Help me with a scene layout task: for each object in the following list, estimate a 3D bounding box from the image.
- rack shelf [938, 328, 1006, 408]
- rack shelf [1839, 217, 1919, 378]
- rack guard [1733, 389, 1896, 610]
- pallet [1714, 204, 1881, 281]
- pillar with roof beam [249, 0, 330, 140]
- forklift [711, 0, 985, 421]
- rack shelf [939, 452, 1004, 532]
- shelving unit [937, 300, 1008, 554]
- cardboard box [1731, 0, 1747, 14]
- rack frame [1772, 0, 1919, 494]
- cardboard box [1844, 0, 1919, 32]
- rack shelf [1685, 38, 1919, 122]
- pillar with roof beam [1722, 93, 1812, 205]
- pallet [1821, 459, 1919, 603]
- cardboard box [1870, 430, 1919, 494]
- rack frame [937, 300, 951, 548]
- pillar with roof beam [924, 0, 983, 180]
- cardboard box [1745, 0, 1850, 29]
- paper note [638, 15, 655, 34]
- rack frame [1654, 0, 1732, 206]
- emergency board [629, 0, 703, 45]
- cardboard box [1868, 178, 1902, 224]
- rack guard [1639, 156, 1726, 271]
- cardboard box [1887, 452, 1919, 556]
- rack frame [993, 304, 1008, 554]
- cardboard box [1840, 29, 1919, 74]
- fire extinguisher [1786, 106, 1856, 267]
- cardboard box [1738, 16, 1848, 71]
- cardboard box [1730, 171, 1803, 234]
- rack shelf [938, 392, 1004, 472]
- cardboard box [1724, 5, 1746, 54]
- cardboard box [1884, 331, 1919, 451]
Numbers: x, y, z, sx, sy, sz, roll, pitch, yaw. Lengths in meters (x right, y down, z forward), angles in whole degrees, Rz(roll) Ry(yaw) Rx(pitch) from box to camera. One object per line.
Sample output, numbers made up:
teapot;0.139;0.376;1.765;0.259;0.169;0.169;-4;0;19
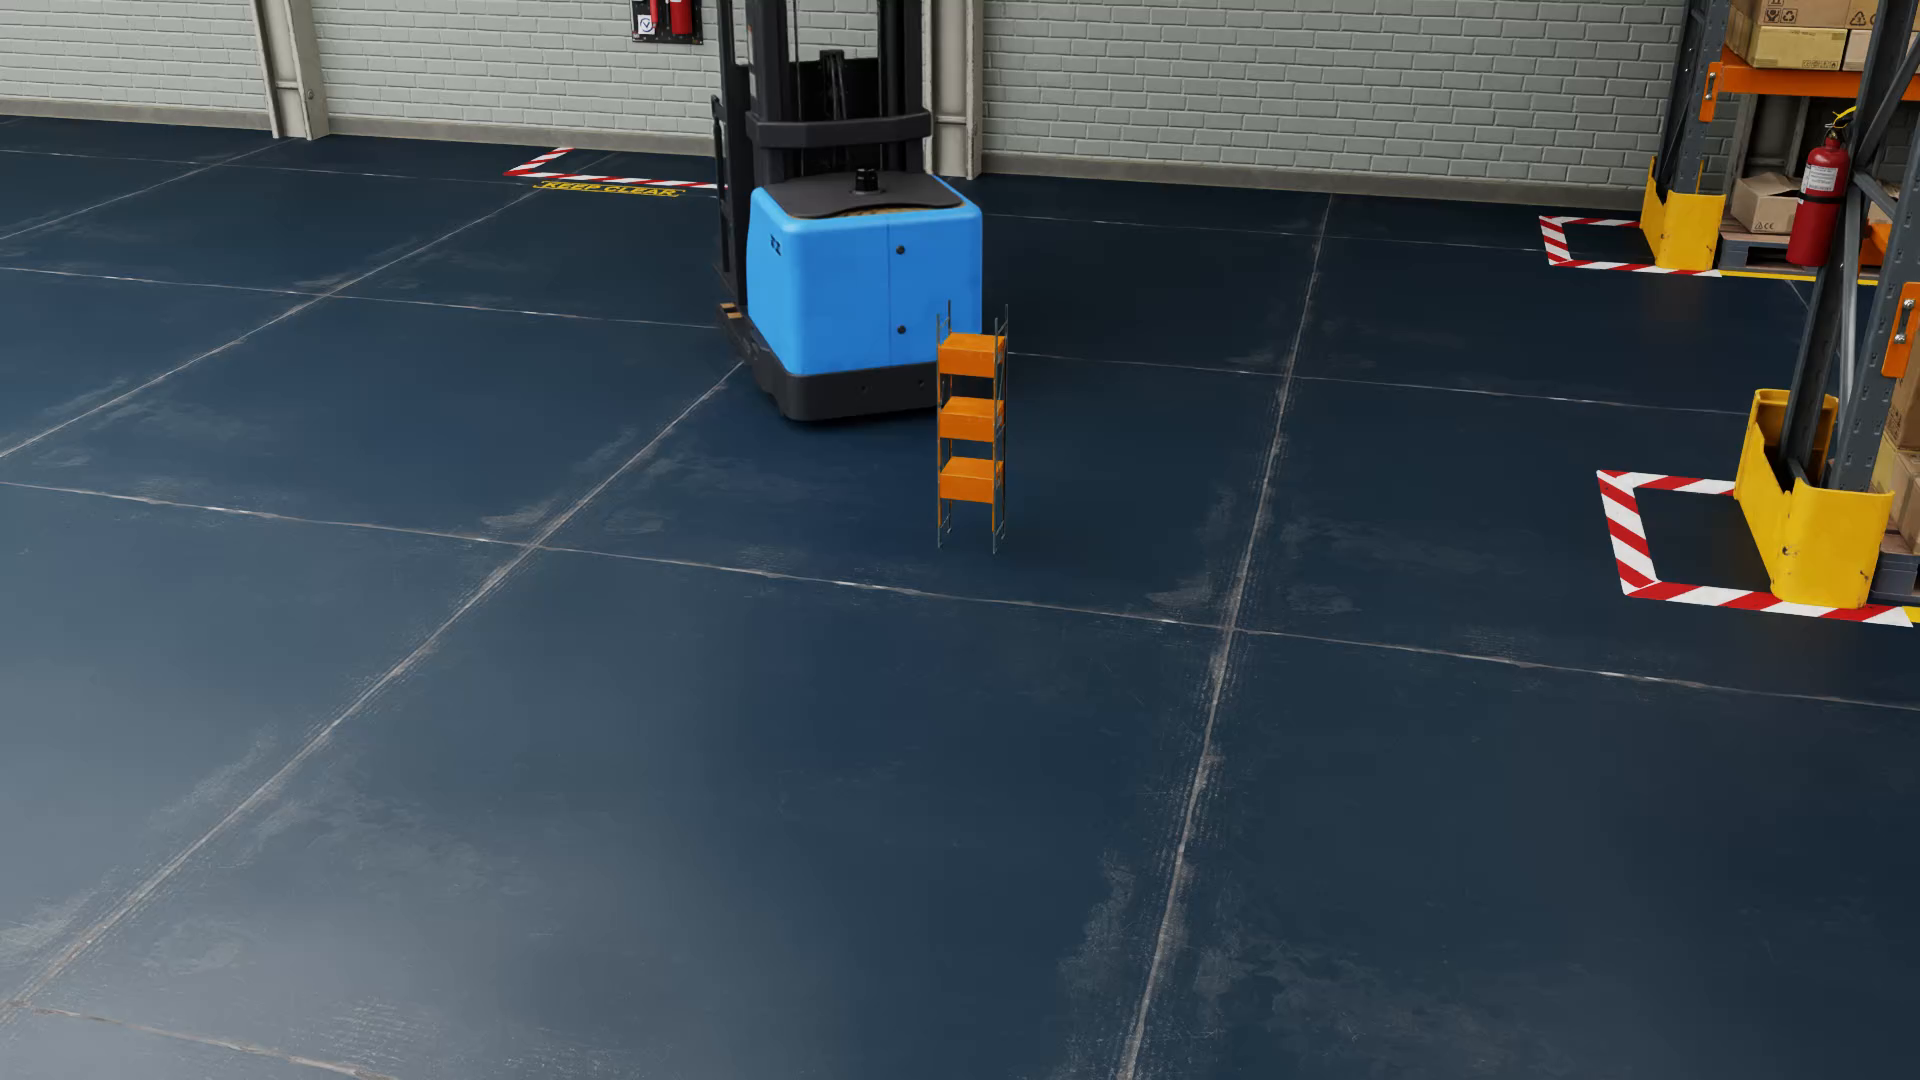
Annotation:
rack shelf;0.052;-0.715;6.895;0.240;0.259;0.215;6;26;13
rack shelf;5.575;-0.790;6.256;4.000;0.370;1.077;6;26;13
rack guard;3.615;-0.202;7.094;0.348;0.500;1.175;6;26;13
pallet;5.720;-2.022;11.252;1.213;0.211;1.003;6;26;13
pillar with roof beam;-6.933;-5.878;9.127;0.400;9.000;9.100;6;26;13
forklift;-0.814;-2.530;9.154;1.130;2.935;3.031;-8;27;-16
rack shelf;0.052;-0.208;7.136;0.240;0.259;0.215;6;26;13
shelving unit;0.052;-0.468;7.012;0.252;1.050;0.215;6;26;13
cardboard box;5.377;-3.709;10.830;0.500;0.500;0.500;6;26;12
rack frame;3.638;-1.329;6.551;0.127;3.000;1.000;6;26;13
cardboard box;5.732;-3.438;10.260;0.500;0.500;0.500;6;26;13
rack shelf;6.805;-2.852;10.588;4.000;0.370;1.077;6;26;13
pillar with roof beam;4.689;-4.593;6.429;0.400;9.000;9.100;6;26;13
pallet;4.389;-0.005;7.015;1.213;0.211;1.003;6;26;13
cardboard box;4.231;-0.342;7.190;0.500;0.250;0.500;6;26;13
rack frame;-0.066;-0.481;7.040;0.008;1.050;0.200;6;26;13
pillar with roof beam;-1.122;-5.235;7.778;0.400;9.000;9.100;6;26;13
cardboard box;5.255;-3.495;10.380;0.500;0.500;0.500;6;26;13
paper note;-2.588;-4.249;13.710;0.142;0.148;0.016;6;26;13
rack frame;4.868;-3.391;10.884;0.127;3.000;1.000;6;26;13
emergency board;-2.433;-4.599;13.421;0.643;1.169;0.194;6;26;13
cardboard box;6.068;-2.203;11.005;0.500;0.311;0.500;9;27;17
rack guard;4.942;-2.254;11.404;0.348;0.500;1.175;6;26;13
cardboard box;4.102;-0.127;6.737;0.500;0.250;0.500;6;26;13
rack frame;0.170;-0.455;6.985;0.008;1.050;0.200;6;26;13
cardboard box;5.768;-3.098;10.420;0.500;0.250;0.500;5;26;11
fire extinguisher;3.639;-1.500;7.000;0.183;0.674;0.296;6;26;13
cardboard box;5.261;-3.148;10.524;0.500;0.250;0.500;6;26;11
cardboard box;5.516;-2.264;11.133;0.500;0.311;0.500;3;26;7
rack shelf;0.052;-0.459;7.017;0.240;0.259;0.215;6;26;13
cardboard box;5.369;-3.363;10.976;0.500;0.250;0.500;7;26;14
cardboard box;4.231;-0.682;7.030;0.500;0.500;0.500;6;26;13
